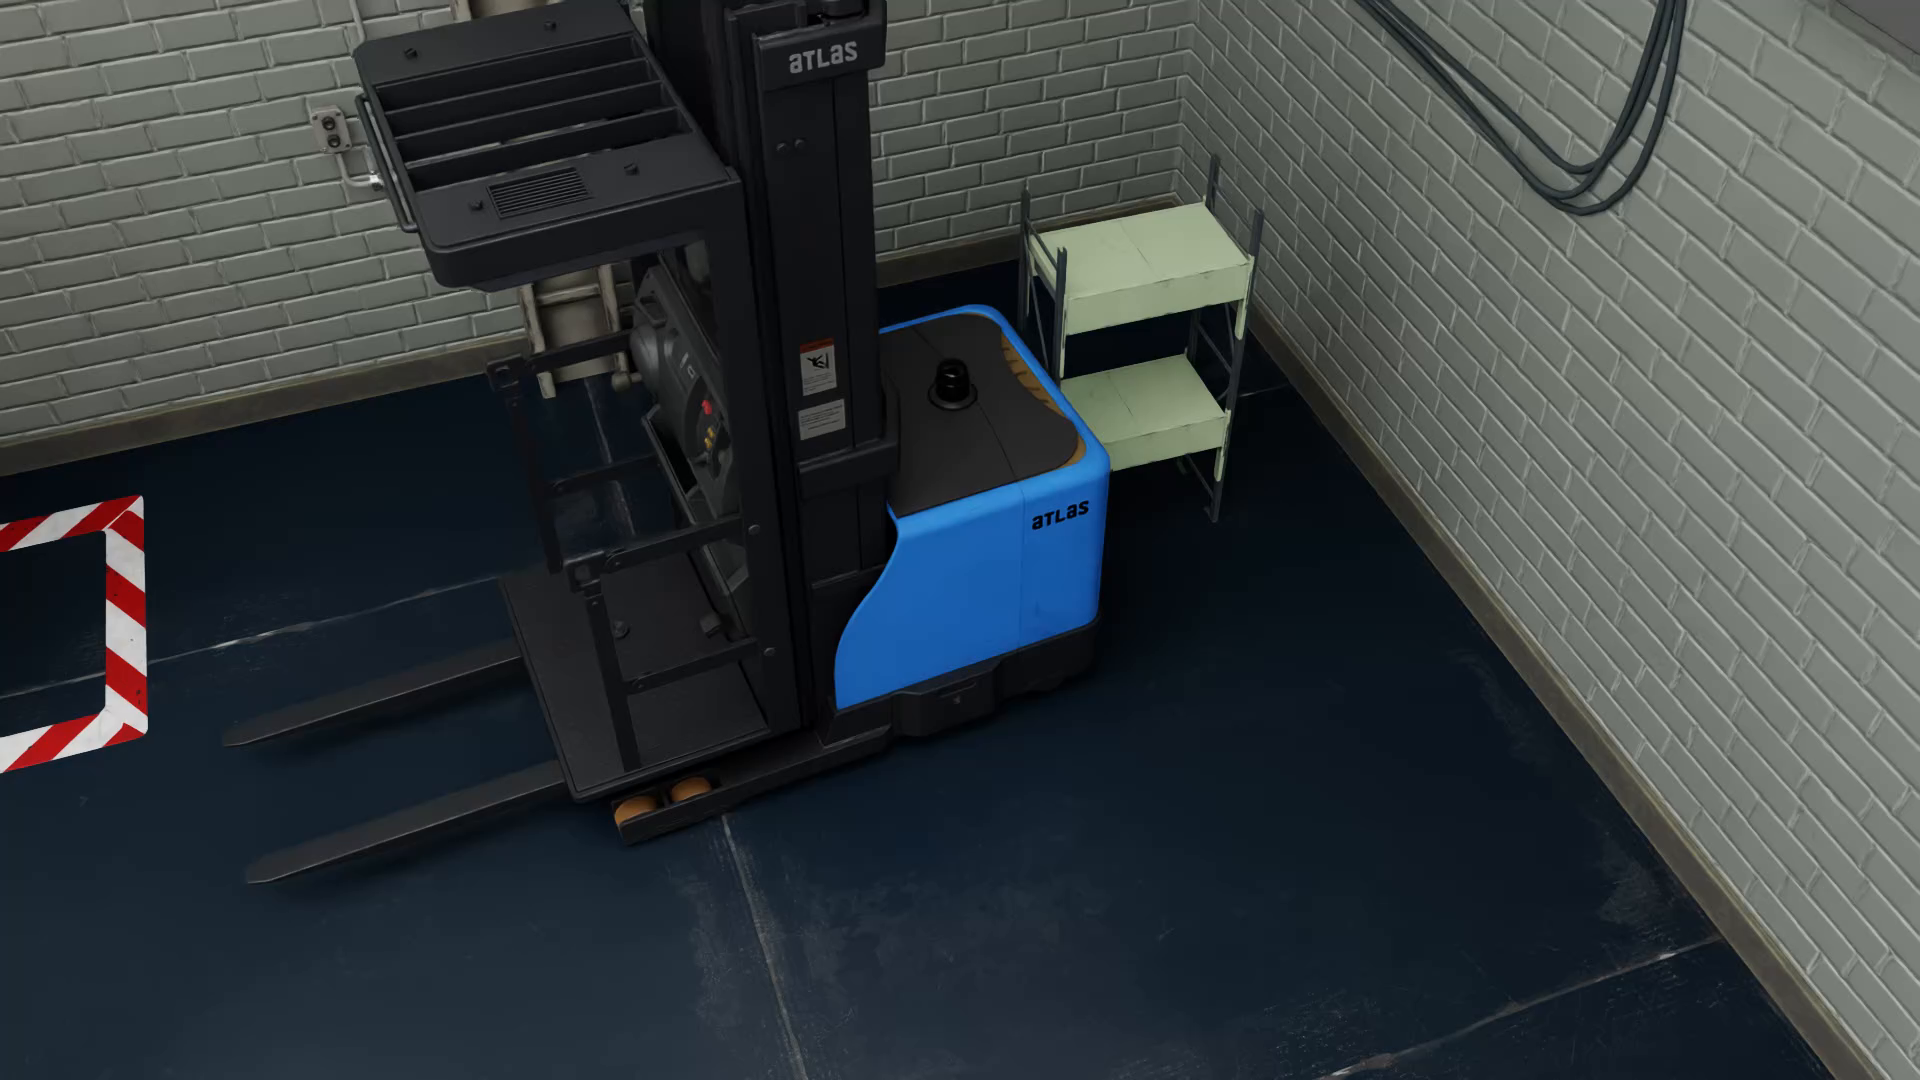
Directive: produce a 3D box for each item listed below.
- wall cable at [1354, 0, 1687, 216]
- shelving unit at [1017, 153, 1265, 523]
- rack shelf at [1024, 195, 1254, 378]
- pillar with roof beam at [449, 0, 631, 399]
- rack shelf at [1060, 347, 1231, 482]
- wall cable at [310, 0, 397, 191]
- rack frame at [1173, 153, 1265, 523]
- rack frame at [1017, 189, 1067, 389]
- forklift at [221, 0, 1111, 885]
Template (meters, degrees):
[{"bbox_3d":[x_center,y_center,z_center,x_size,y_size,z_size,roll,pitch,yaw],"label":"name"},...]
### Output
[{"bbox_3d":[1.484,-2.753,5.332,0.112,2.526,3.097,-14,47,-14],"label":"wall cable"},{"bbox_3d":[0.636,-0.654,6.343,0.755,1.500,0.431,-13,47,-13],"label":"shelving unit"},{"bbox_3d":[0.636,-0.930,6.067,0.720,0.370,0.431,-13,47,-13],"label":"rack shelf"},{"bbox_3d":[-0.249,-1.084,1.477,0.400,9.000,9.100,-14,47,-14],"label":"pillar with roof beam"},{"bbox_3d":[0.636,-0.424,6.574,0.720,0.370,0.431,-13,47,-13],"label":"rack shelf"},{"bbox_3d":[-3.074,-1.906,5.814,1.851,1.984,0.084,-14,47,-14],"label":"wall cable"},{"bbox_3d":[0.983,-0.736,6.425,0.023,1.500,0.400,-13,47,-13],"label":"rack frame"},{"bbox_3d":[0.289,-0.573,6.262,0.023,1.500,0.400,-13,47,-13],"label":"rack frame"},{"bbox_3d":[-1.044,-0.428,5.107,3.031,2.935,1.130,-18,48,-17],"label":"forklift"}]
